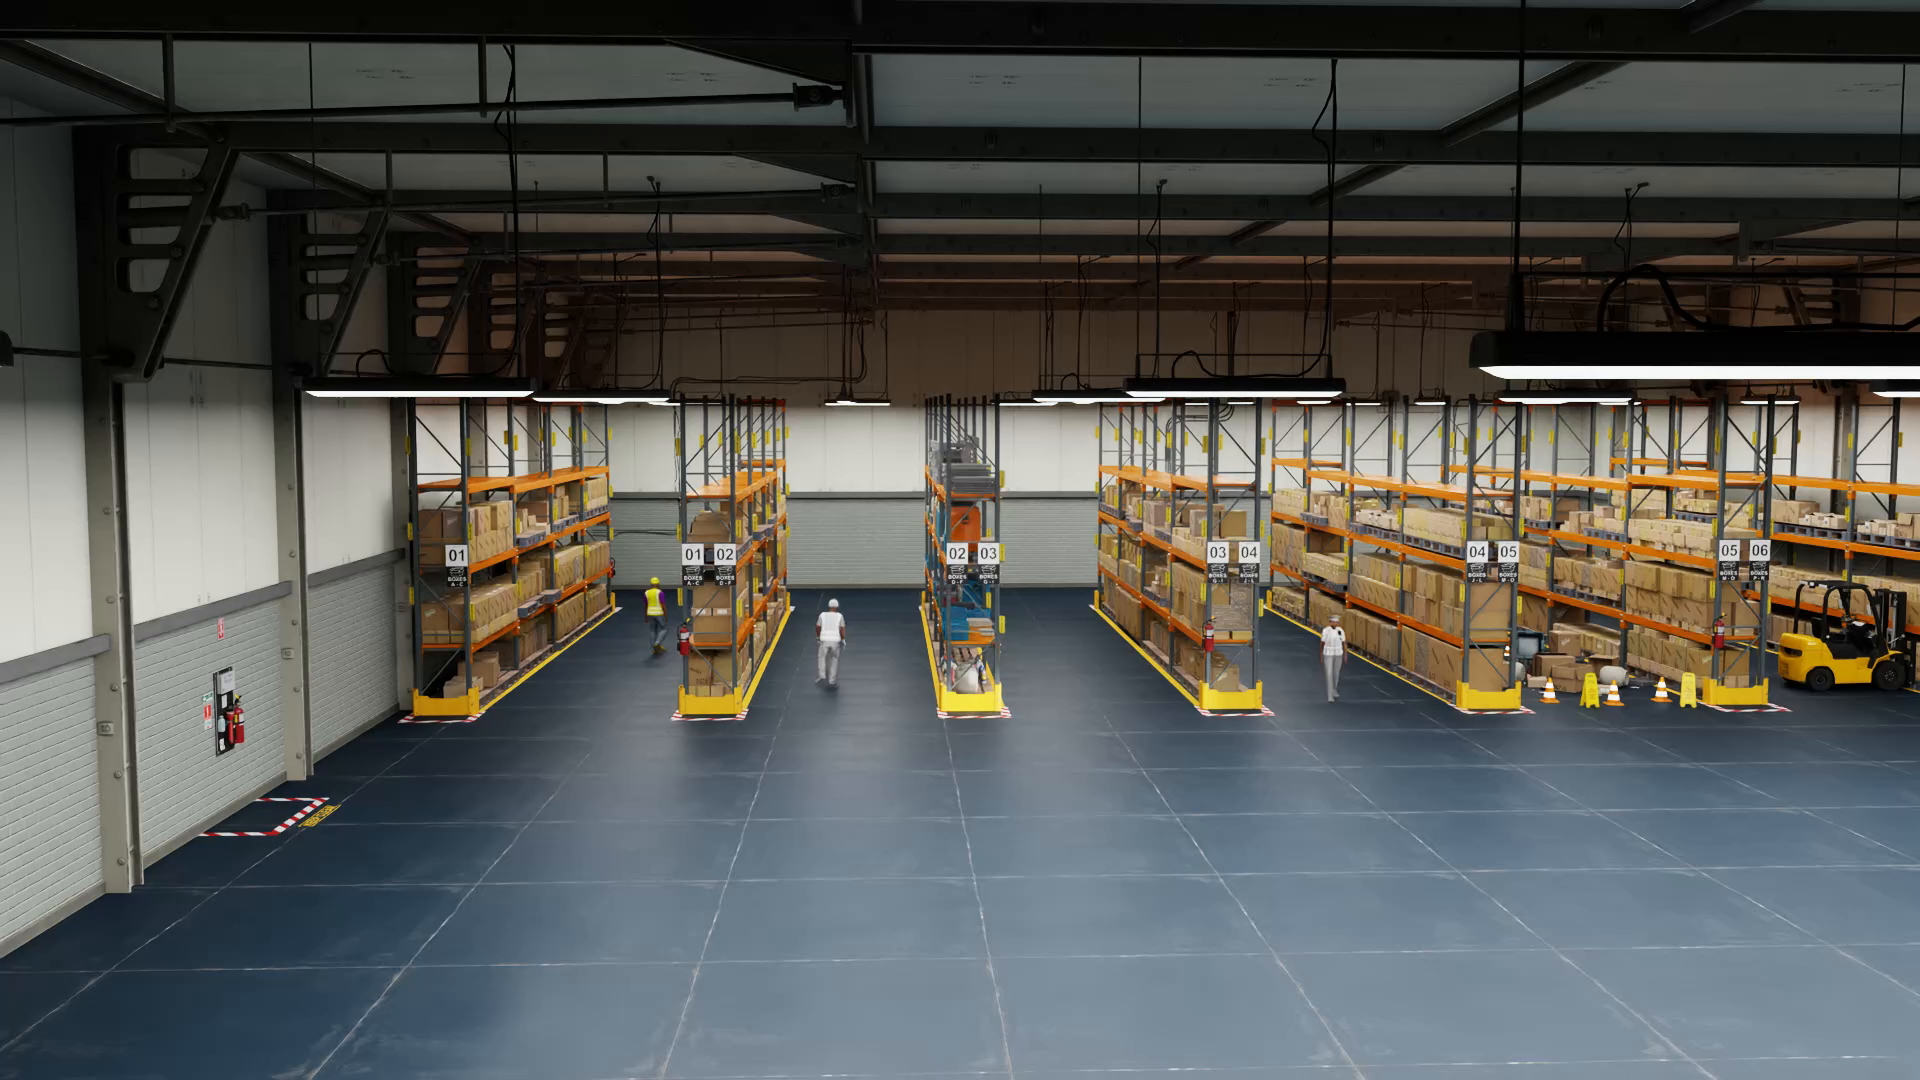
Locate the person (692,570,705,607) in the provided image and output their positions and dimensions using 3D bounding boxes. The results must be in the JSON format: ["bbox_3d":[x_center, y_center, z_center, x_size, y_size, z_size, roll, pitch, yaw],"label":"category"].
[{"bbox_3d":[-7.593,1.134,48.080,0.439,1.534,0.972,0,5,-4],"label":"person"}]

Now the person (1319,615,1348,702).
[{"bbox_3d":[7.371,2.307,32.785,0.507,1.694,0.649,0,5,-1],"label":"person"}]

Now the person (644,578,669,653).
[{"bbox_3d":[-7.133,1.768,38.952,0.609,1.769,0.489,2,5,23],"label":"person"}]

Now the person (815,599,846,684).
[{"bbox_3d":[-2.689,2.124,34.473,0.630,1.760,0.722,0,5,-2],"label":"person"}]
